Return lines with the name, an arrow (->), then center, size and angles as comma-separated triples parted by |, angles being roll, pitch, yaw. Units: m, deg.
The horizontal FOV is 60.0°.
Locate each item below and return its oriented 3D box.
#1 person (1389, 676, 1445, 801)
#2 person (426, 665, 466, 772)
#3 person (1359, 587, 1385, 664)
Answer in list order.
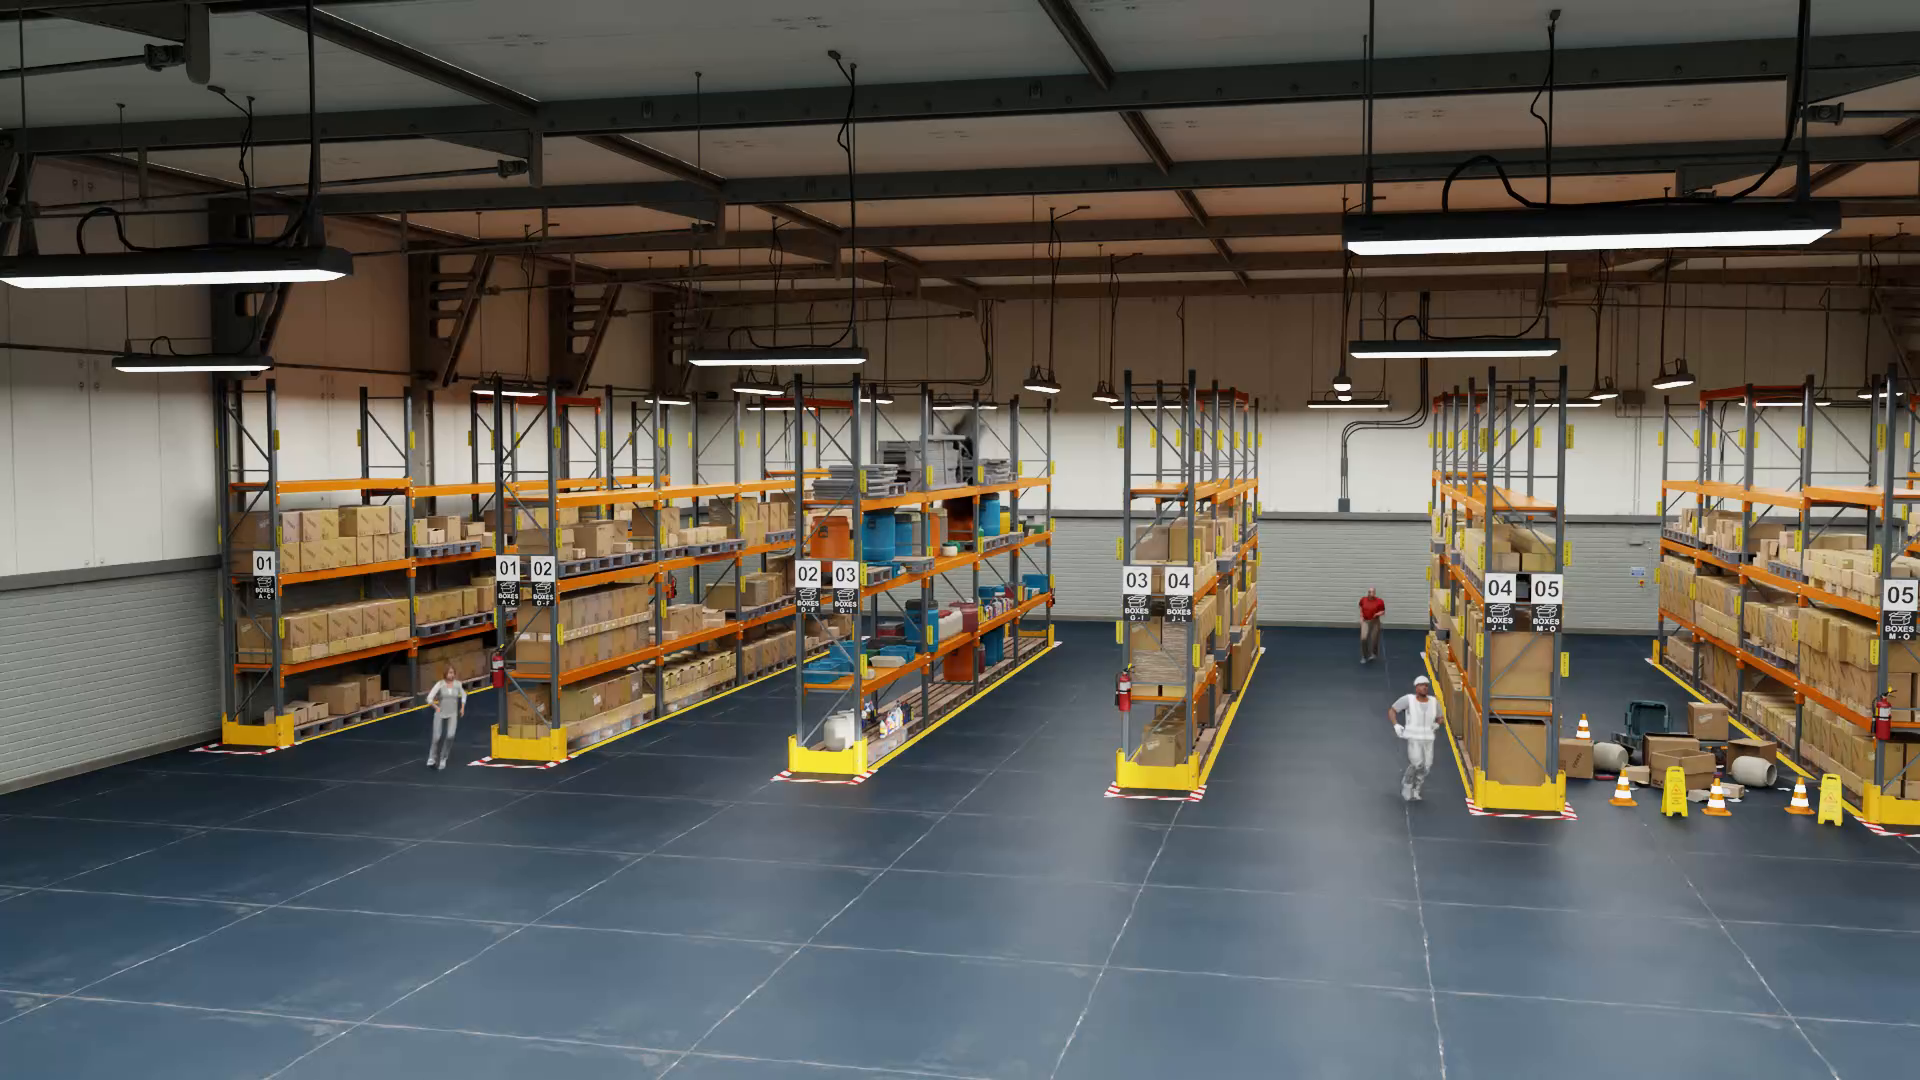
person -> 6.359, 2.746, 22.953 | 0.707, 1.730, 0.608 | -1, 3, -11
person -> -7.814, 2.702, 25.338 | 0.604, 1.585, 0.612 | -1, 4, -23
person -> 9.246, 1.935, 37.364 | 0.588, 1.782, 0.869 | 1, 4, 19
